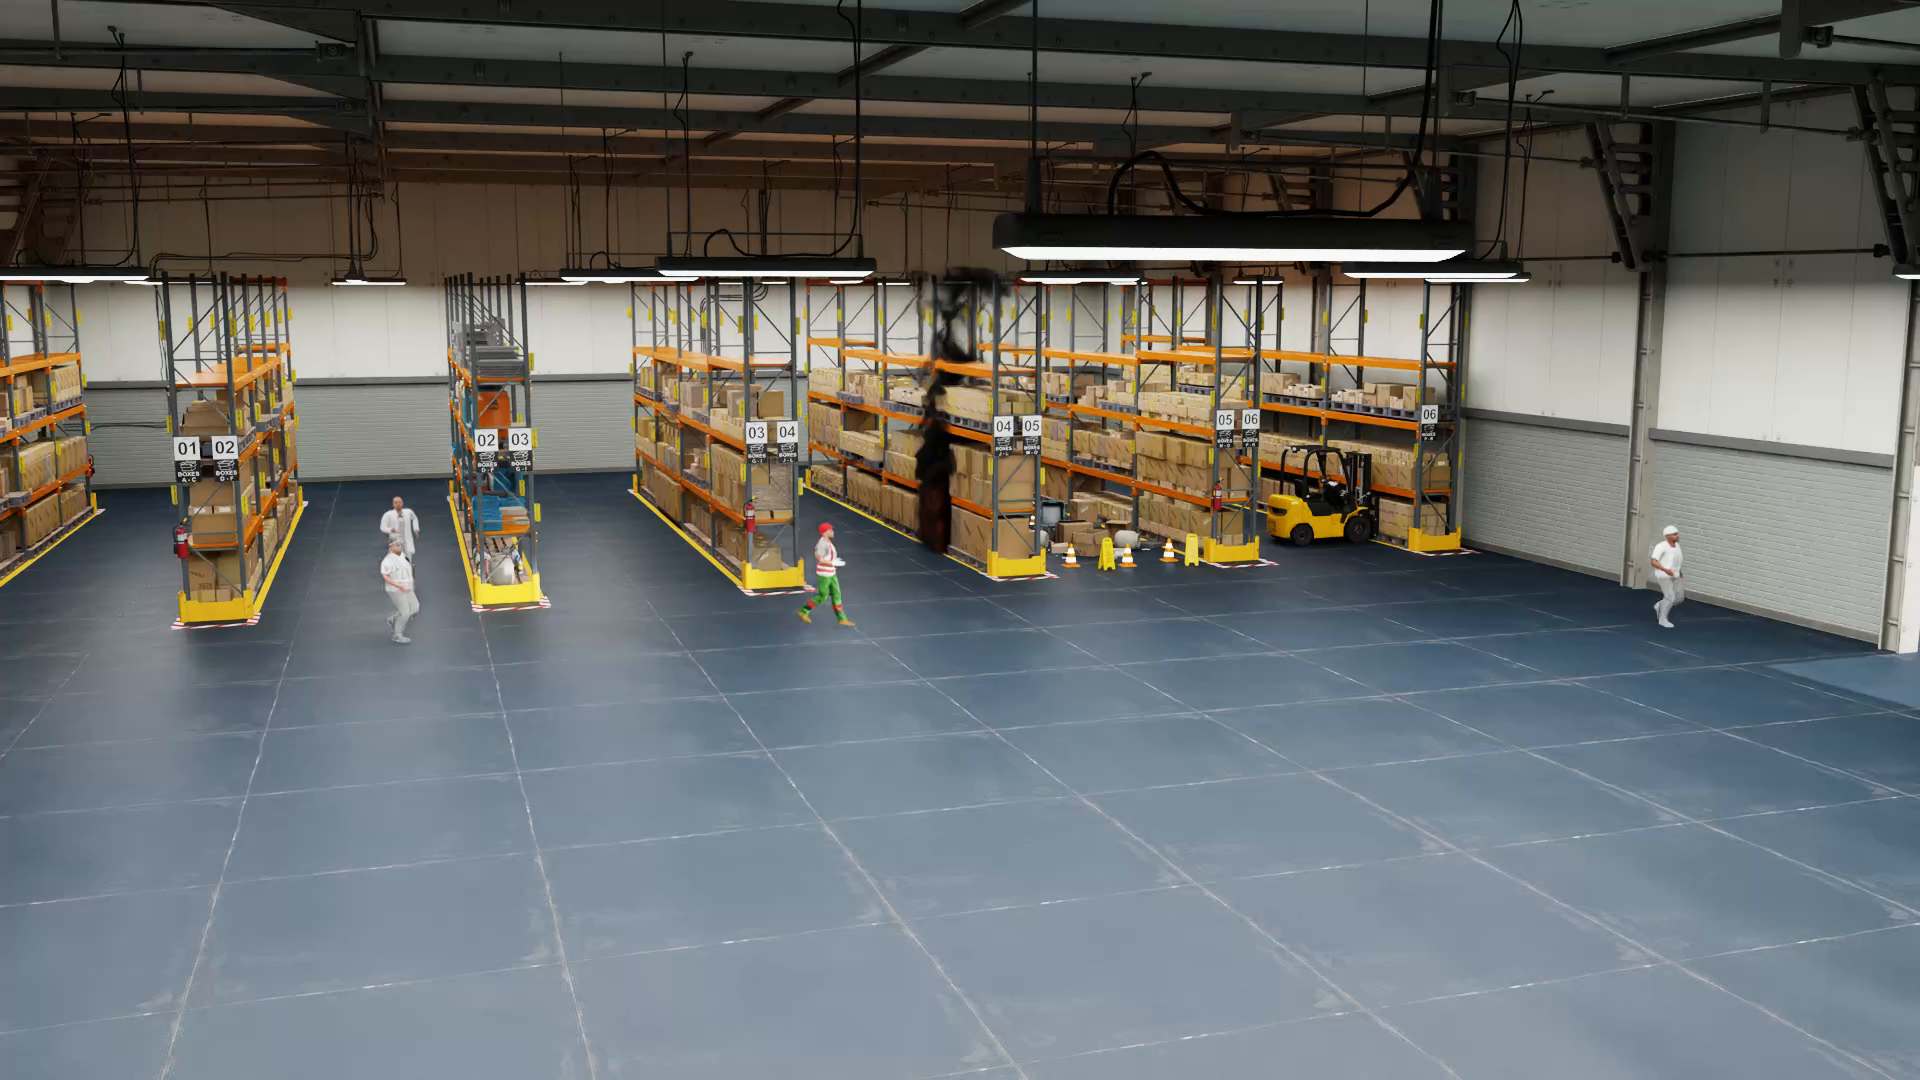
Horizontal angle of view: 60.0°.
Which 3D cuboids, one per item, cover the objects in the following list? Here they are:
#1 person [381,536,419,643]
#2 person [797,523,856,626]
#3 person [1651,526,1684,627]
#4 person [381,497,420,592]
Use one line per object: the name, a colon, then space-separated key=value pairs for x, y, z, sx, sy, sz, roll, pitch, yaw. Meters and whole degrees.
person: x=-9.152 y=0.796 z=27.119 sx=0.550 sy=1.746 sz=0.666 roll=2 pitch=9 yaw=13
person: x=-2.274 y=0.591 z=28.133 sx=1.008 sy=1.778 sz=0.648 roll=1 pitch=9 yaw=8
person: x=12.030 y=0.615 z=28.288 sx=0.706 sy=1.728 sz=0.575 roll=-5 pitch=10 yaw=-30
person: x=-10.672 y=0.056 z=31.766 sx=0.724 sy=1.764 sz=1.109 roll=-4 pitch=10 yaw=-25
